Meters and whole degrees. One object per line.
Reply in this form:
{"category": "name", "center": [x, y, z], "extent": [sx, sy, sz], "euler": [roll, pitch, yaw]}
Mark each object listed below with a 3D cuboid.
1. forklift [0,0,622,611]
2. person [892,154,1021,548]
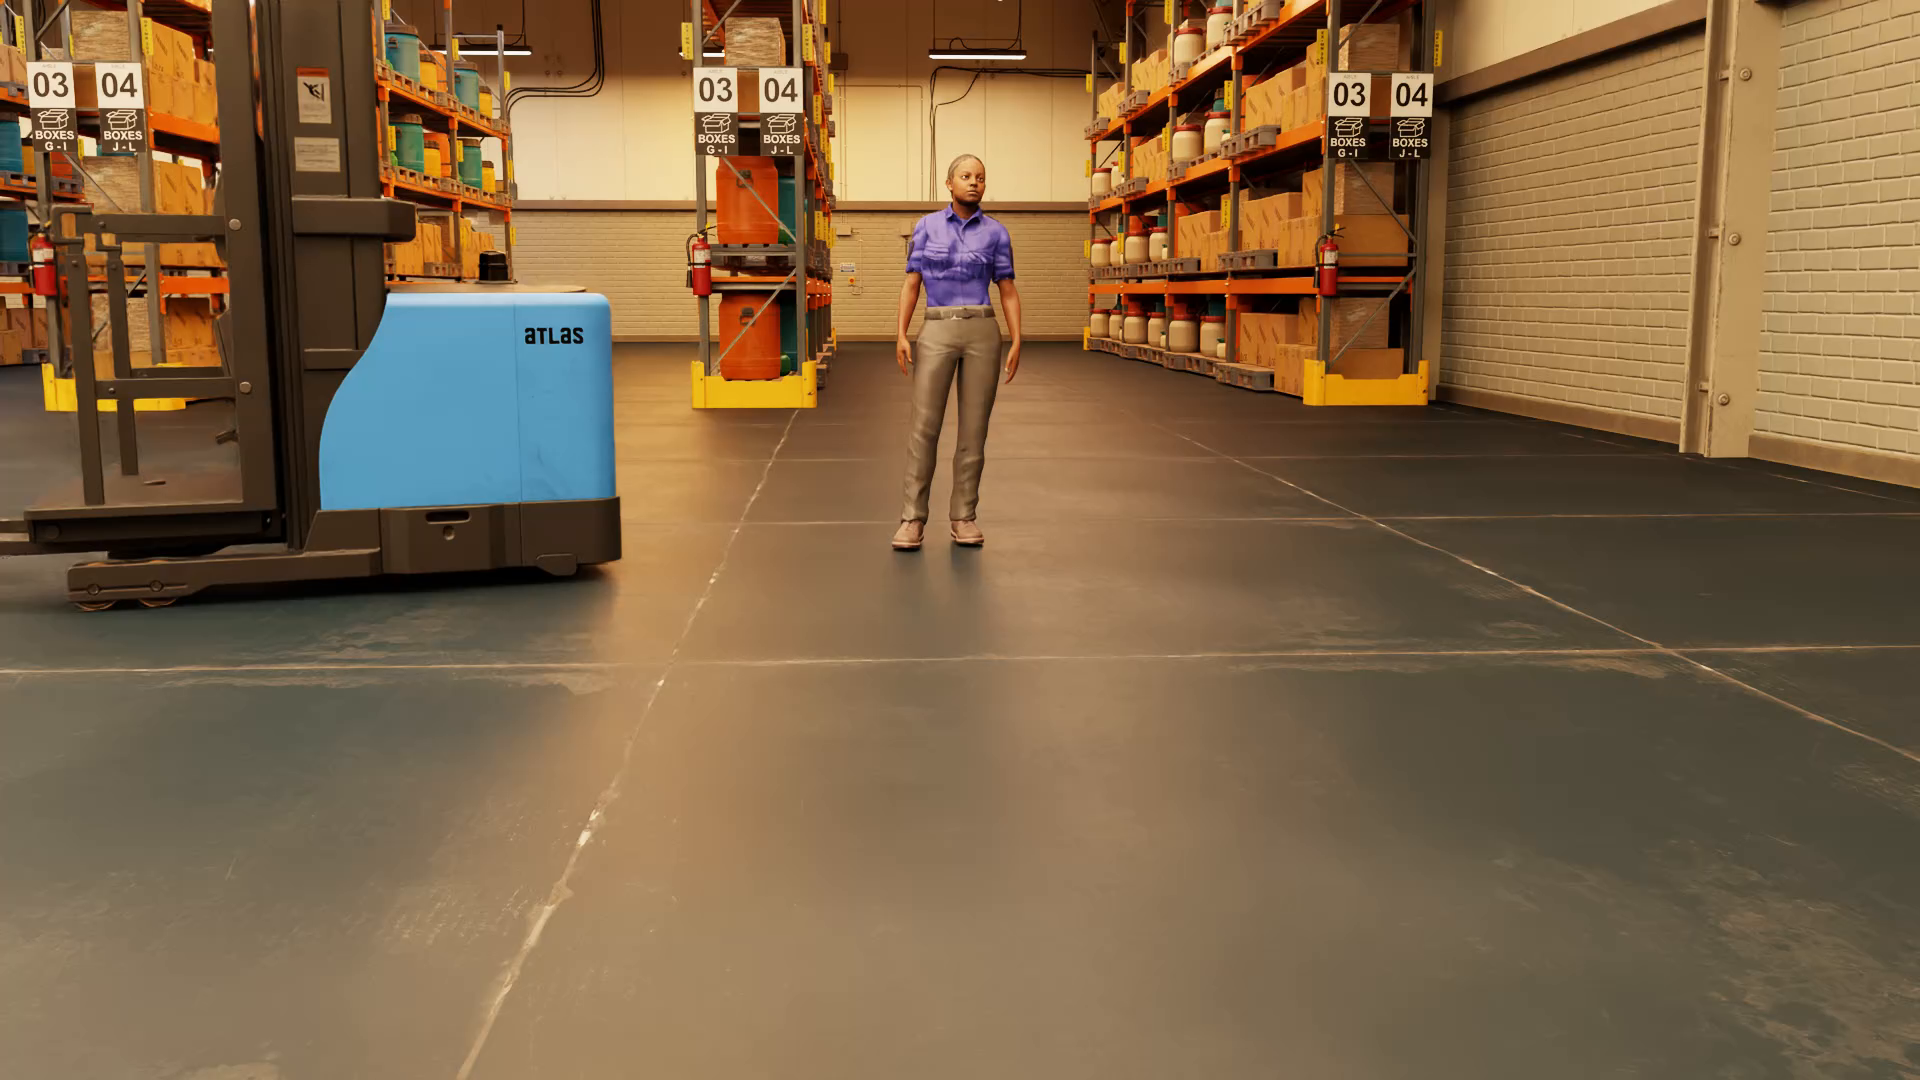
{"category": "forklift", "center": [-2.865, -1.294, 6.048], "extent": [3.031, 2.935, 1.130], "euler": [-3, 9, -20]}
{"category": "person", "center": [-0.015, -0.813, 7.099], "extent": [0.569, 1.656, 0.503], "euler": [-1, 8, -4]}
